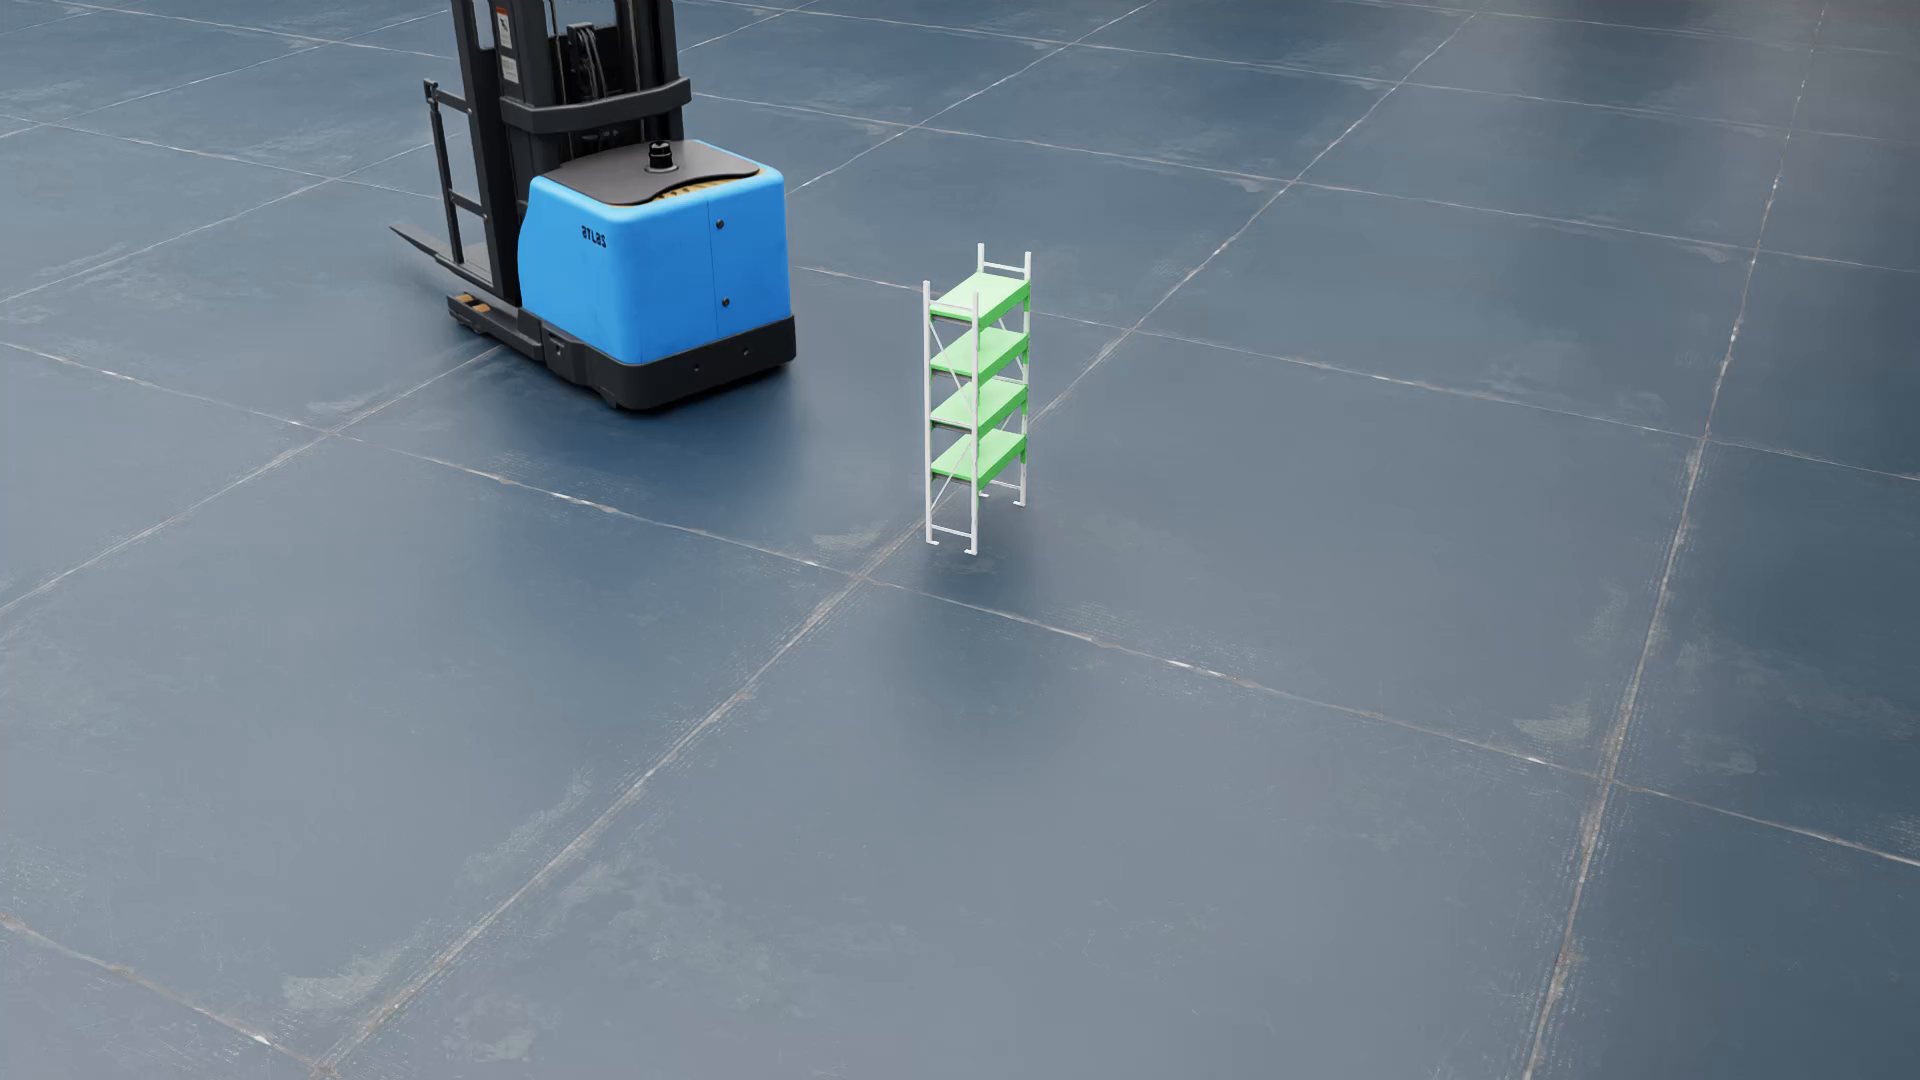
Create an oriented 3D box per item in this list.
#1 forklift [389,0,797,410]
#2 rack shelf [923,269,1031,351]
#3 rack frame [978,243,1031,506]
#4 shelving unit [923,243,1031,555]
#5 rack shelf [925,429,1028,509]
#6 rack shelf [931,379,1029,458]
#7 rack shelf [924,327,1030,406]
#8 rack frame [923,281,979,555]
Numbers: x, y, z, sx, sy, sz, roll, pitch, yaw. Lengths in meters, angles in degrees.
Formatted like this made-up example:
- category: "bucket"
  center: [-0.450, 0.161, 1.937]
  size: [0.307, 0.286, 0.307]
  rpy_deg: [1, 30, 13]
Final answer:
- category: "forklift"
  center: [-2.229, -2.564, 8.772]
  size: [1.130, 2.935, 3.031]
  rpy_deg: [-24, 38, -36]
- category: "rack shelf"
  center: [0.075, -0.955, 6.872]
  size: [0.258, 0.148, 0.480]
  rpy_deg: [14, 33, 23]
- category: "rack frame"
  center: [0.187, -0.702, 7.267]
  size: [0.240, 1.200, 0.015]
  rpy_deg: [14, 33, 23]
- category: "shelving unit"
  center: [0.075, -0.594, 7.079]
  size: [0.258, 1.200, 0.503]
  rpy_deg: [14, 33, 23]
- category: "rack shelf"
  center: [0.075, -0.330, 7.230]
  size: [0.258, 0.148, 0.480]
  rpy_deg: [14, 33, 23]
- category: "rack shelf"
  center: [0.075, -0.538, 7.111]
  size: [0.258, 0.148, 0.480]
  rpy_deg: [14, 33, 23]
- category: "rack shelf"
  center: [0.075, -0.746, 6.991]
  size: [0.258, 0.148, 0.480]
  rpy_deg: [14, 33, 23]
- category: "rack frame"
  center: [-0.036, -0.486, 6.891]
  size: [0.240, 1.200, 0.015]
  rpy_deg: [14, 33, 23]
